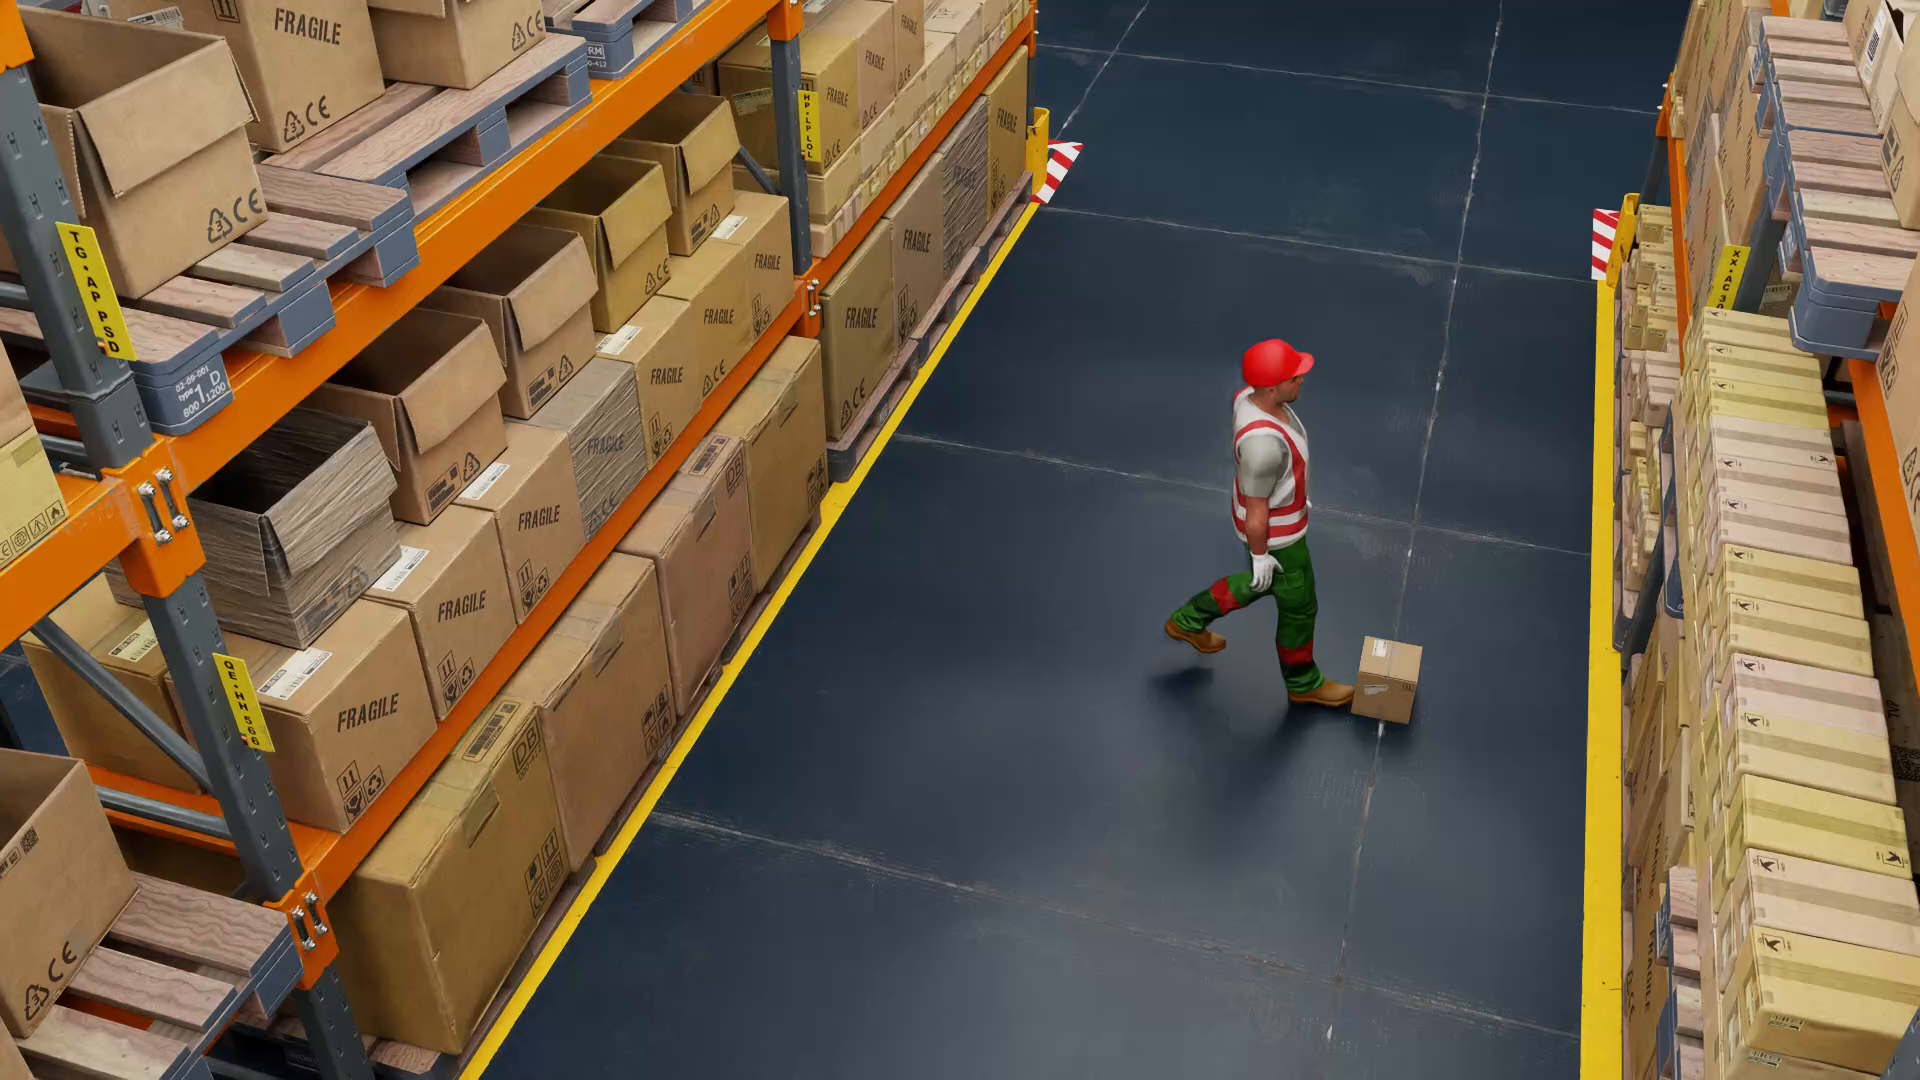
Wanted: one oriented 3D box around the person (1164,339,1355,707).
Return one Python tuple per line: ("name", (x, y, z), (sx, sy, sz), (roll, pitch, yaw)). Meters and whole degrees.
("person", (1.337, -0.070, 6.972), (0.852, 1.764, 0.546), (2, 37, 3))
